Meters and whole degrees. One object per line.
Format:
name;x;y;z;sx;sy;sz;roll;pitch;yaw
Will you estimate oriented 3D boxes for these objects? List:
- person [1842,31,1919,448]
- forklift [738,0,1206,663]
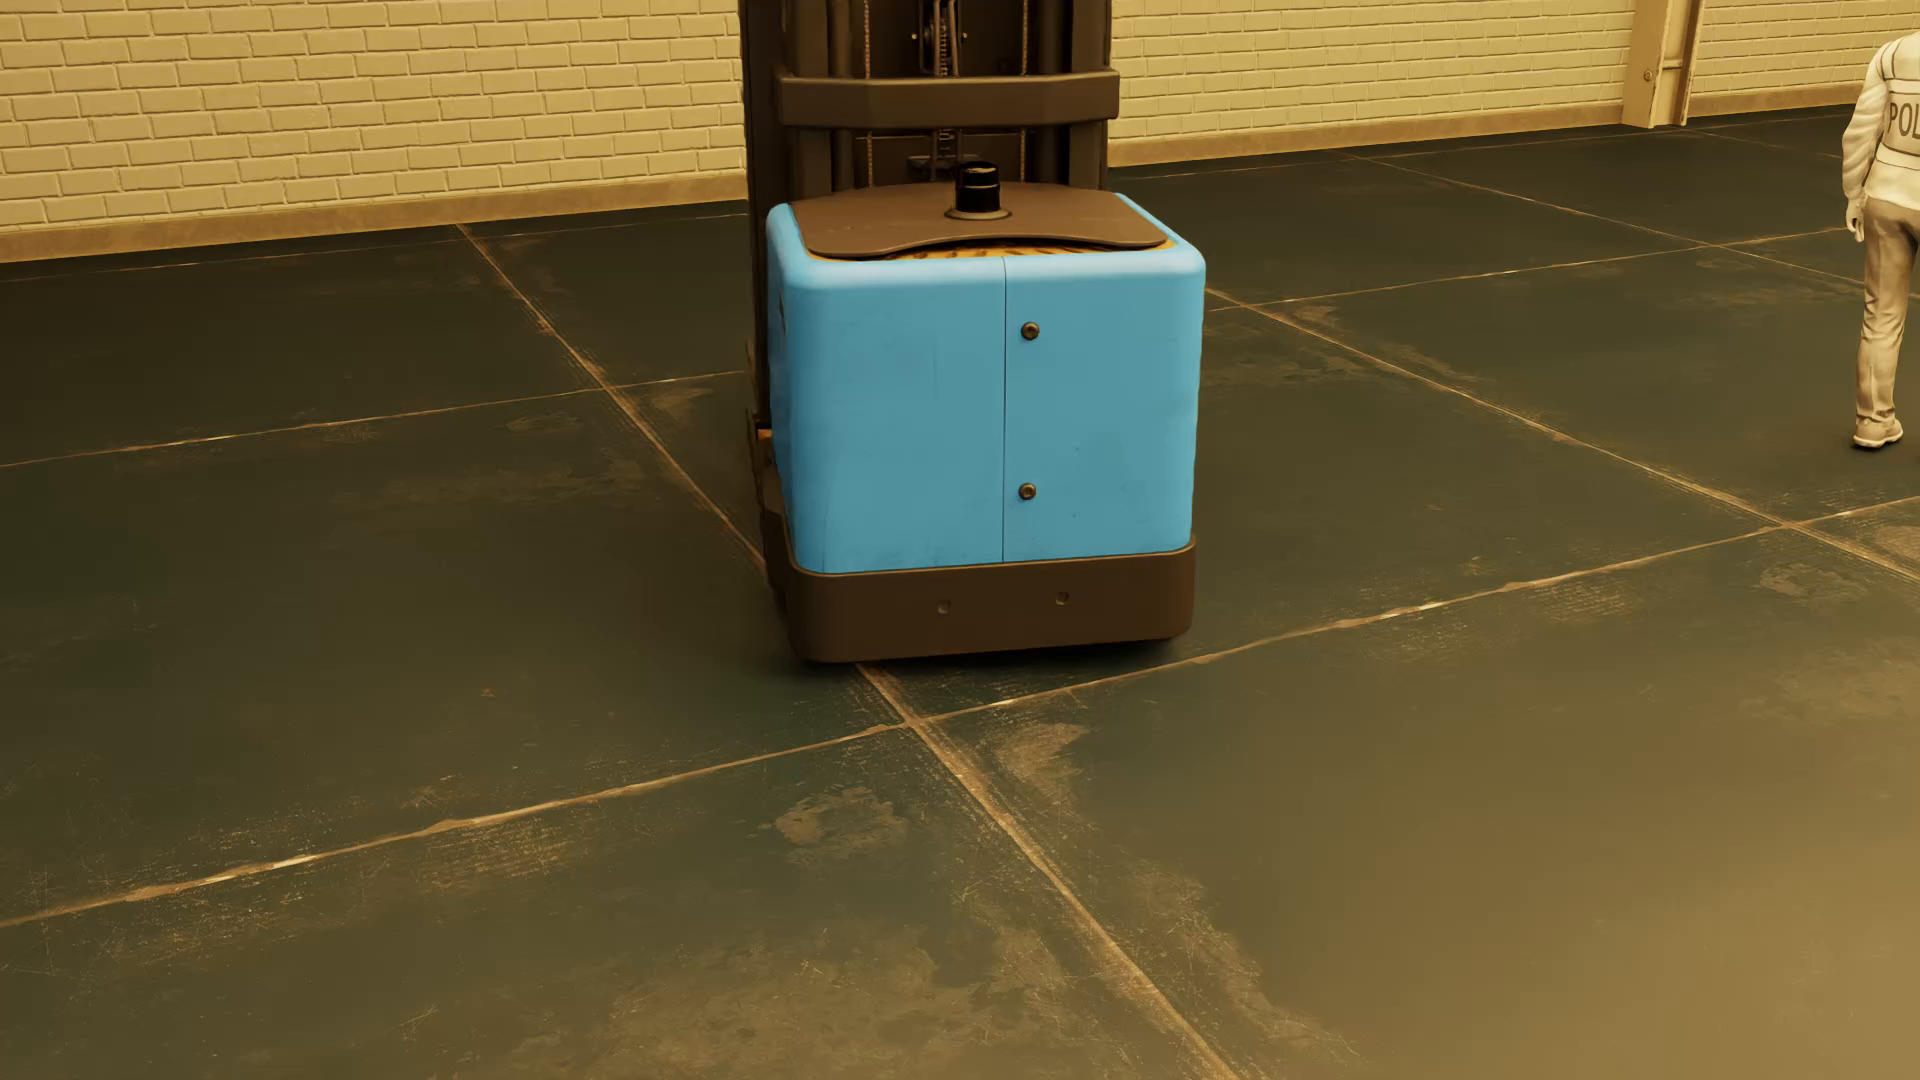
person;3.279;-1.128;5.594;0.531;1.694;0.587;-16;27;-33
forklift;-0.139;-1.577;5.083;1.130;2.935;3.031;-4;23;-9
